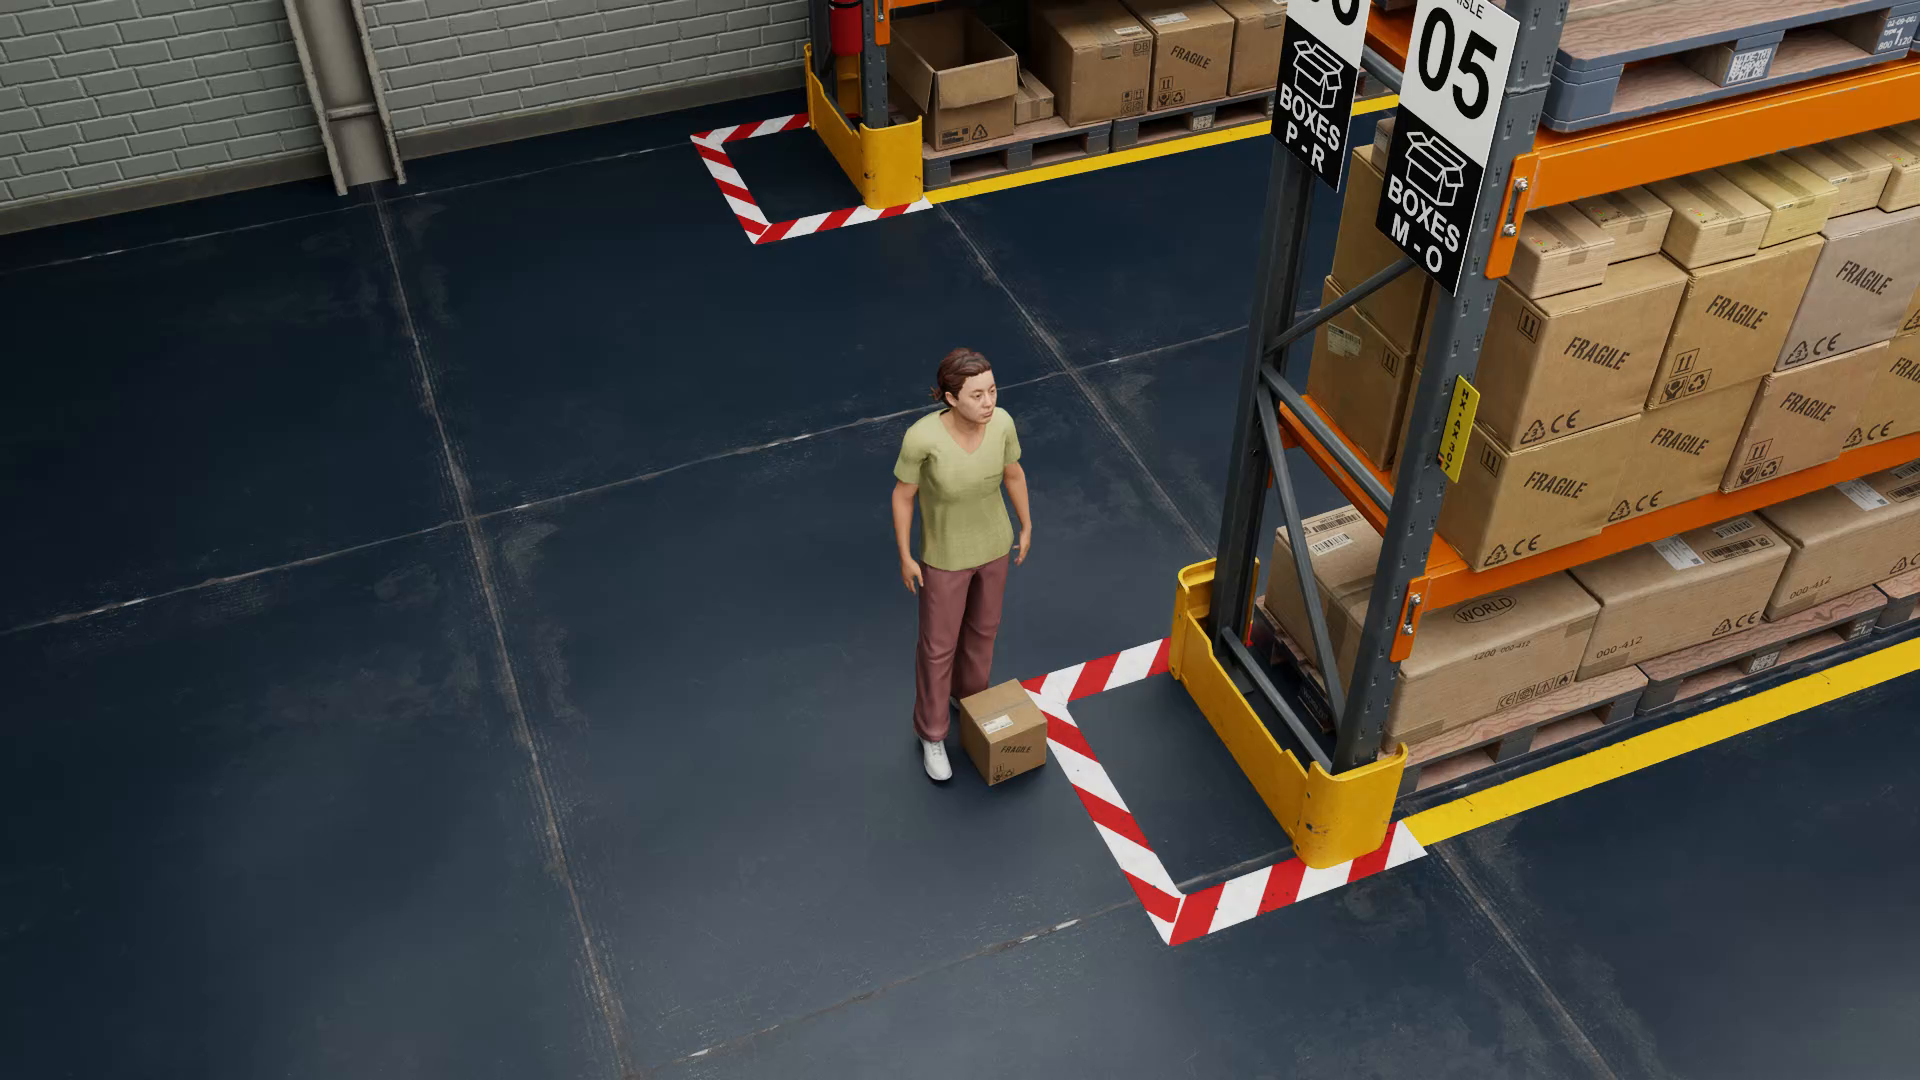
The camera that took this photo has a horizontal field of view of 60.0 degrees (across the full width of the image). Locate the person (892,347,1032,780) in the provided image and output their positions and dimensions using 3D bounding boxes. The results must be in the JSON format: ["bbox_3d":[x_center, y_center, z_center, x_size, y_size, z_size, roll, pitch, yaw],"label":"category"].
[{"bbox_3d":[0.041,0.082,6.056,0.555,1.676,0.549,-17,45,-18],"label":"person"}]
